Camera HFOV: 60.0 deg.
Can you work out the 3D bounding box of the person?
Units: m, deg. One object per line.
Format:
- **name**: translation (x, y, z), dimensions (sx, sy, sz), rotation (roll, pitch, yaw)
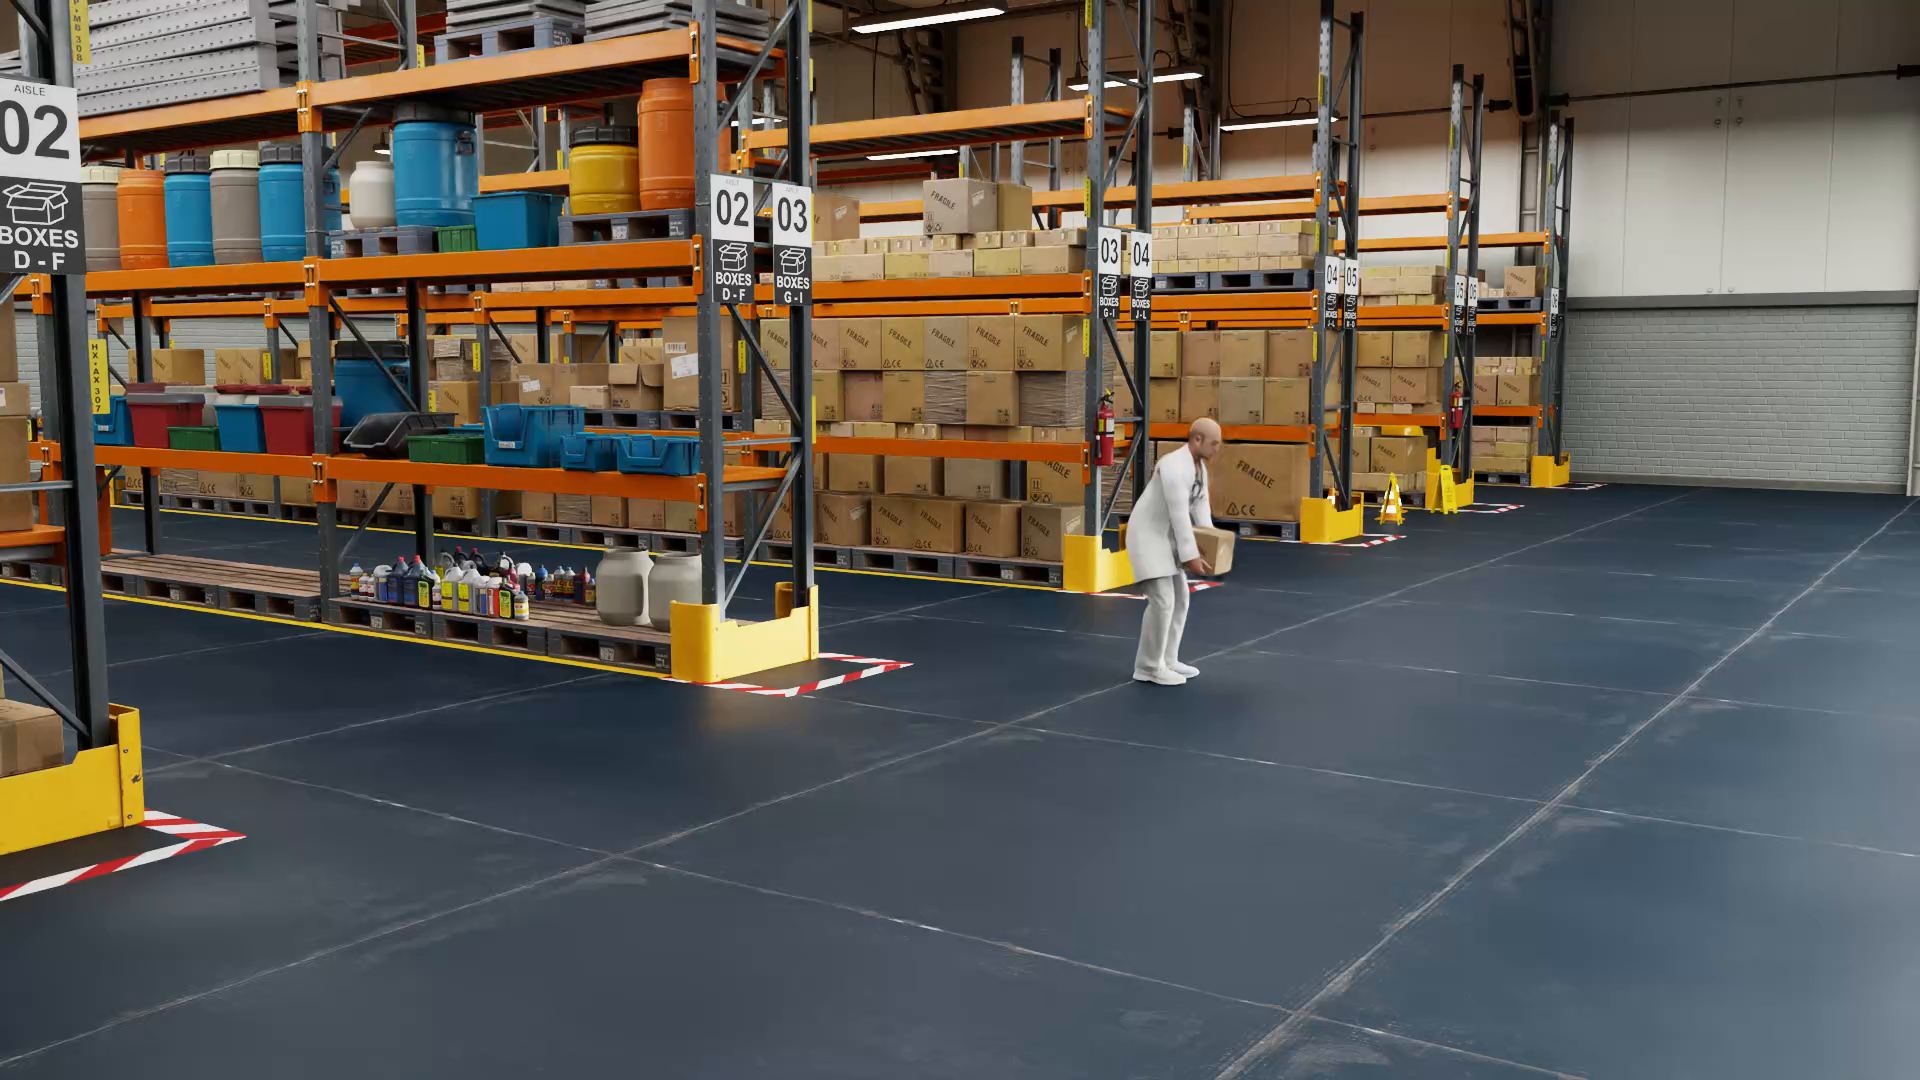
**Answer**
- **person**: translation (1.372, 0.067, 10.583), dimensions (0.633, 1.689, 0.540), rotation (4, 7, 32)
